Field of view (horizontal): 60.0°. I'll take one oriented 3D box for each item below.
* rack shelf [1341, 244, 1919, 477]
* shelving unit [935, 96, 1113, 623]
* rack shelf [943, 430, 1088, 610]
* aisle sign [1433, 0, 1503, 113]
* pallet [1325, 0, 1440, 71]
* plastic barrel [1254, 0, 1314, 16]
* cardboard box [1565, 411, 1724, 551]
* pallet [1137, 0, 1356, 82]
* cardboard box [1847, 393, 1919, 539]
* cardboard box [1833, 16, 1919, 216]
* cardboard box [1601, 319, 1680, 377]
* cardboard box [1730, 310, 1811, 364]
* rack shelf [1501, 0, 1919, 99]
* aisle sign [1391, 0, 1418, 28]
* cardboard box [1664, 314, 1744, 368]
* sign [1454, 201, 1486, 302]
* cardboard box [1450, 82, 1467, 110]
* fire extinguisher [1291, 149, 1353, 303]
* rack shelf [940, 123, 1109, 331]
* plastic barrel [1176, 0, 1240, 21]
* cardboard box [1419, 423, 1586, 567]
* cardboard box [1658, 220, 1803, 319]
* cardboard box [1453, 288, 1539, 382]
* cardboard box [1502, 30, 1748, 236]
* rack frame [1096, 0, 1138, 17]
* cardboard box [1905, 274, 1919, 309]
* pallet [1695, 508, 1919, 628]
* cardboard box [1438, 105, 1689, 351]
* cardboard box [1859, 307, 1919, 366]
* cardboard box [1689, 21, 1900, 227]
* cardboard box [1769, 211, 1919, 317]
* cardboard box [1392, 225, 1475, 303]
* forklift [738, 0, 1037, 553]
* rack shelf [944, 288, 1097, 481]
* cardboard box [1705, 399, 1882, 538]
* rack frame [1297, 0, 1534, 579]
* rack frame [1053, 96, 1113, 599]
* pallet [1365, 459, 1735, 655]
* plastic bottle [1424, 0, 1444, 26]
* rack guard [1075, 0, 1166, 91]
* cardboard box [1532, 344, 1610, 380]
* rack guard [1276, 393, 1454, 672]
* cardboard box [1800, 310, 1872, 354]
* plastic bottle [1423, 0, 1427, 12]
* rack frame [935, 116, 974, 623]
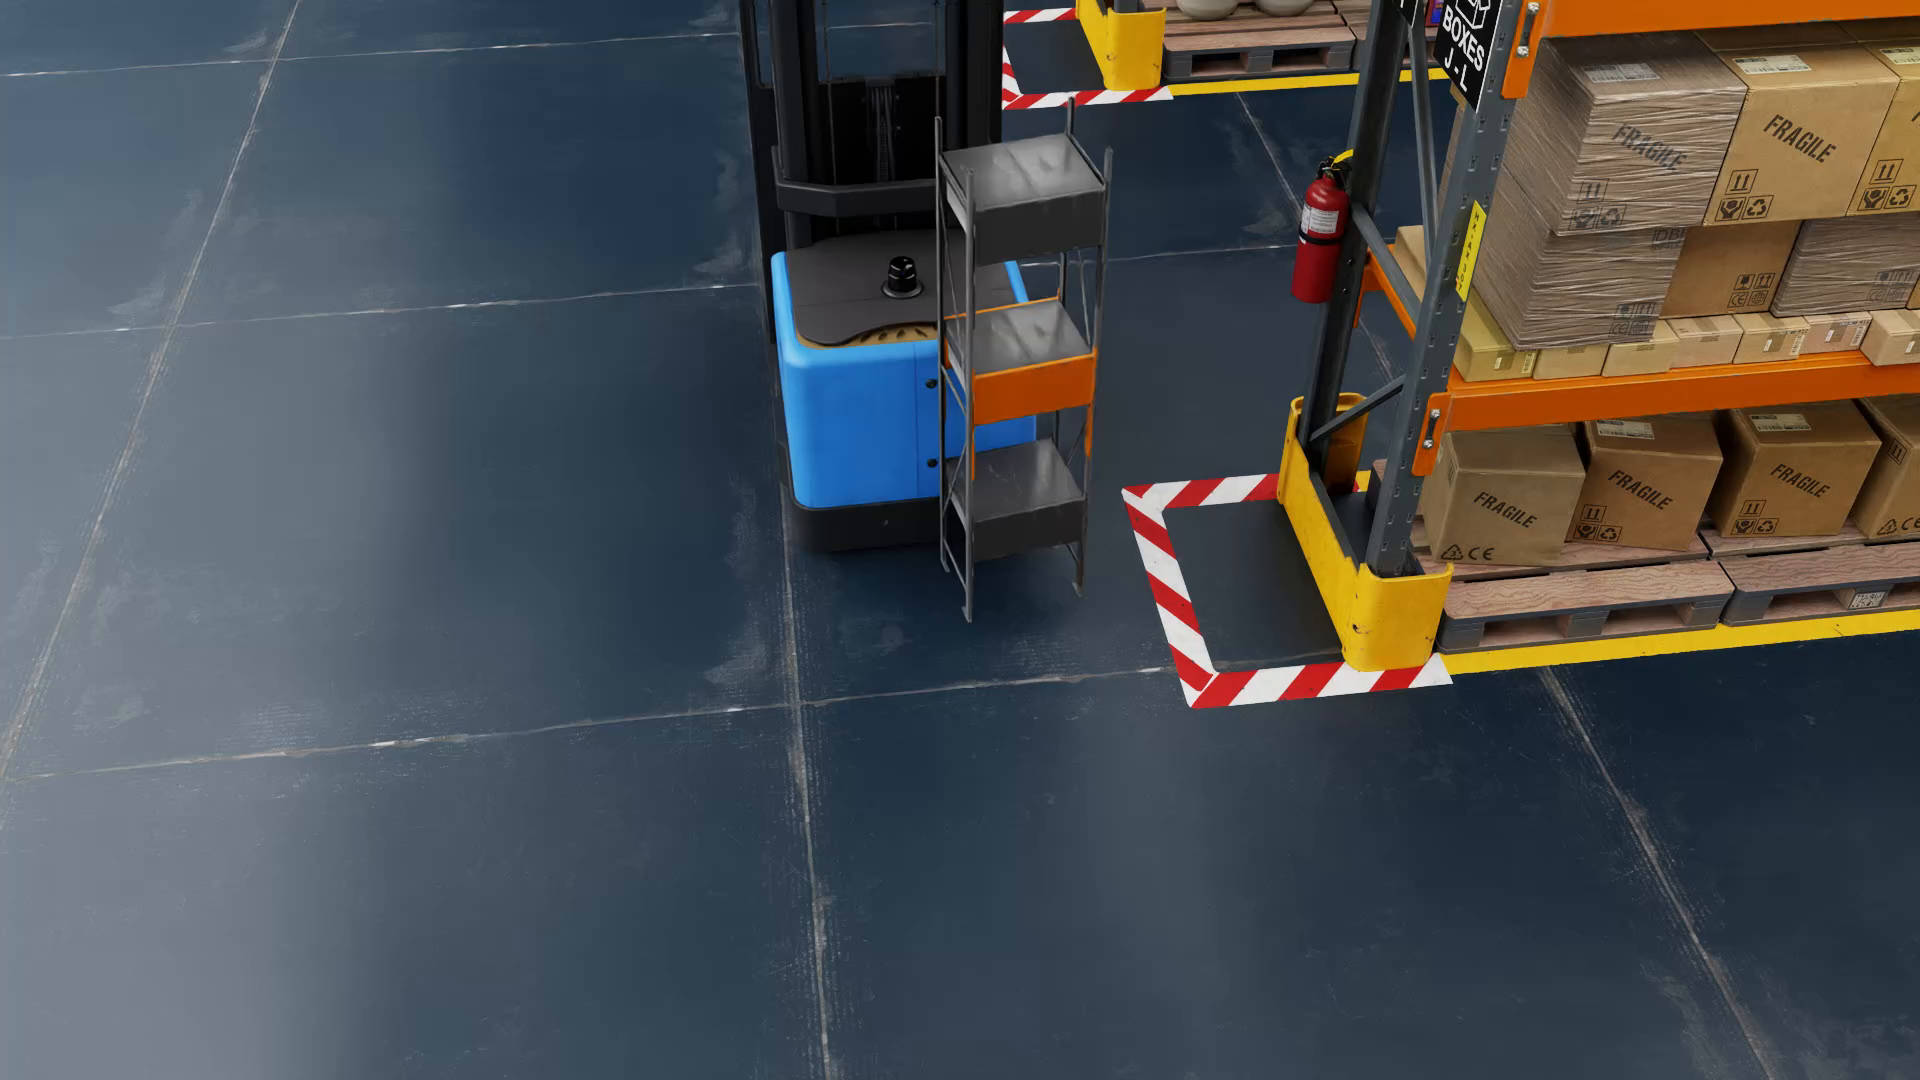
[{"bbox_3d":[3.569,-0.883,6.526,4.000,0.370,1.077,-5,42,-6],"label":"rack shelf"},{"bbox_3d":[0.214,-0.607,6.349,0.503,2.100,0.431,-12,44,-12],"label":"shelving unit"},{"bbox_3d":[0.215,-0.083,6.834,0.480,0.518,0.431,-12,44,-12],"label":"rack shelf"},{"bbox_3d":[1.563,-1.737,4.995,0.004,0.787,0.394,-5,42,-6],"label":"aisle sign"},{"bbox_3d":[3.026,-3.439,10.905,1.213,0.211,1.003,-5,42,-6],"label":"pallet"},{"bbox_3d":[2.083,-3.649,10.600,0.421,0.512,0.421,0,42,0],"label":"plastic barrel"},{"bbox_3d":[2.795,-0.322,6.920,0.500,0.500,0.500,5,42,6],"label":"cardboard box"},{"bbox_3d":[1.819,-3.335,10.790,1.213,0.211,1.003,-5,42,-6],"label":"pallet"},{"bbox_3d":[3.977,-0.382,6.987,0.500,0.500,0.500,-9,43,-9],"label":"cardboard box"},{"bbox_3d":[3.158,-1.445,5.569,0.500,0.500,0.500,-5,42,-6],"label":"cardboard box"},{"bbox_3d":[2.399,-0.770,6.052,0.250,0.149,0.380,-5,42,-6],"label":"cardboard box"},{"bbox_3d":[2.893,-0.823,6.110,0.250,0.149,0.380,-5,42,-6],"label":"cardboard box"},{"bbox_3d":[3.569,-1.997,5.522,4.000,0.370,1.077,-5,42,-6],"label":"rack shelf"},{"bbox_3d":[1.485,-2.135,5.437,0.004,0.787,0.394,-5,42,-6],"label":"aisle sign"},{"bbox_3d":[2.644,-0.805,6.091,0.250,0.149,0.380,-5,42,-6],"label":"cardboard box"},{"bbox_3d":[1.656,-0.937,5.403,0.005,0.325,0.100,-5,42,-6],"label":"sign"},{"bbox_3d":[2.099,-1.707,5.860,0.500,0.500,0.500,-5,42,-6],"label":"cardboard box"},{"bbox_3d":[1.412,-1.244,6.447,0.183,0.674,0.296,-5,42,-6],"label":"fire extinguisher"},{"bbox_3d":[0.213,-1.110,5.882,0.480,0.518,0.431,-12,44,-12],"label":"rack shelf"},{"bbox_3d":[1.586,-3.606,10.552,0.421,0.512,0.421,0,42,0],"label":"plastic barrel"},{"bbox_3d":[2.207,-0.247,6.837,0.500,0.500,0.500,2,42,2],"label":"cardboard box"},{"bbox_3d":[2.615,-1.276,6.129,0.500,0.500,0.875,-5,42,-6],"label":"cardboard box"},{"bbox_3d":[1.899,-0.749,6.029,0.250,0.149,0.380,-5,42,-6],"label":"cardboard box"},{"bbox_3d":[2.166,-1.362,5.477,0.500,0.500,0.500,-5,42,-6],"label":"cardboard box"},{"bbox_3d":[0.943,-4.266,9.739,0.127,3.000,1.000,-5,42,-6],"label":"rack frame"},{"bbox_3d":[3.613,-1.327,6.185,0.500,0.500,0.875,-5,42,-6],"label":"cardboard box"},{"bbox_3d":[3.678,-0.098,7.201,1.213,0.211,1.003,-5,42,-6],"label":"pallet"},{"bbox_3d":[2.134,-1.153,5.992,0.500,0.500,0.875,-5,42,-6],"label":"cardboard box"},{"bbox_3d":[3.399,-0.815,6.102,0.250,0.149,0.380,-5,42,-6],"label":"cardboard box"},{"bbox_3d":[2.663,-1.401,5.520,0.500,0.500,0.500,-5,42,-6],"label":"cardboard box"},{"bbox_3d":[3.116,-1.291,6.145,0.500,0.500,0.875,-5,42,-6],"label":"cardboard box"},{"bbox_3d":[1.841,-1.045,6.356,0.250,0.149,0.380,-5,42,-6],"label":"cardboard box"},{"bbox_3d":[-0.400,-2.025,7.307,1.130,2.935,3.031,-6,42,-6],"label":"forklift"},{"bbox_3d":[0.214,-0.597,6.358,0.480,0.518,0.431,-12,44,-12],"label":"rack shelf"},{"bbox_3d":[3.418,-0.363,6.966,0.500,0.500,0.500,-1,42,-2],"label":"cardboard box"},{"bbox_3d":[1.585,-0.976,6.093,0.127,3.000,1.000,-5,42,-6],"label":"rack frame"},{"bbox_3d":[0.447,-0.656,6.401,0.015,2.100,0.400,-12,44,-12],"label":"rack frame"},{"bbox_3d":[2.471,0.006,7.086,1.213,0.211,1.003,-5,42,-6],"label":"pallet"},{"bbox_3d":[3.008,-3.378,10.455,0.133,0.283,0.061,-4,42,-5],"label":"plastic bottle"},{"bbox_3d":[1.013,-3.375,10.619,0.348,0.500,1.175,-5,42,-6],"label":"rack guard"},{"bbox_3d":[2.149,-0.758,6.039,0.250,0.149,0.380,-5,42,-6],"label":"cardboard box"},{"bbox_3d":[1.661,-0.055,6.937,0.348,0.500,1.175,-5,42,-6],"label":"rack guard"},{"bbox_3d":[3.138,-0.862,6.154,0.250,0.149,0.380,-5,42,-6],"label":"cardboard box"},{"bbox_3d":[2.884,-3.349,10.484,0.097,0.201,0.097,0,42,0],"label":"plastic bottle"},{"bbox_3d":[-0.019,-0.557,6.296,0.015,2.100,0.400,-12,44,-12],"label":"rack frame"}]
